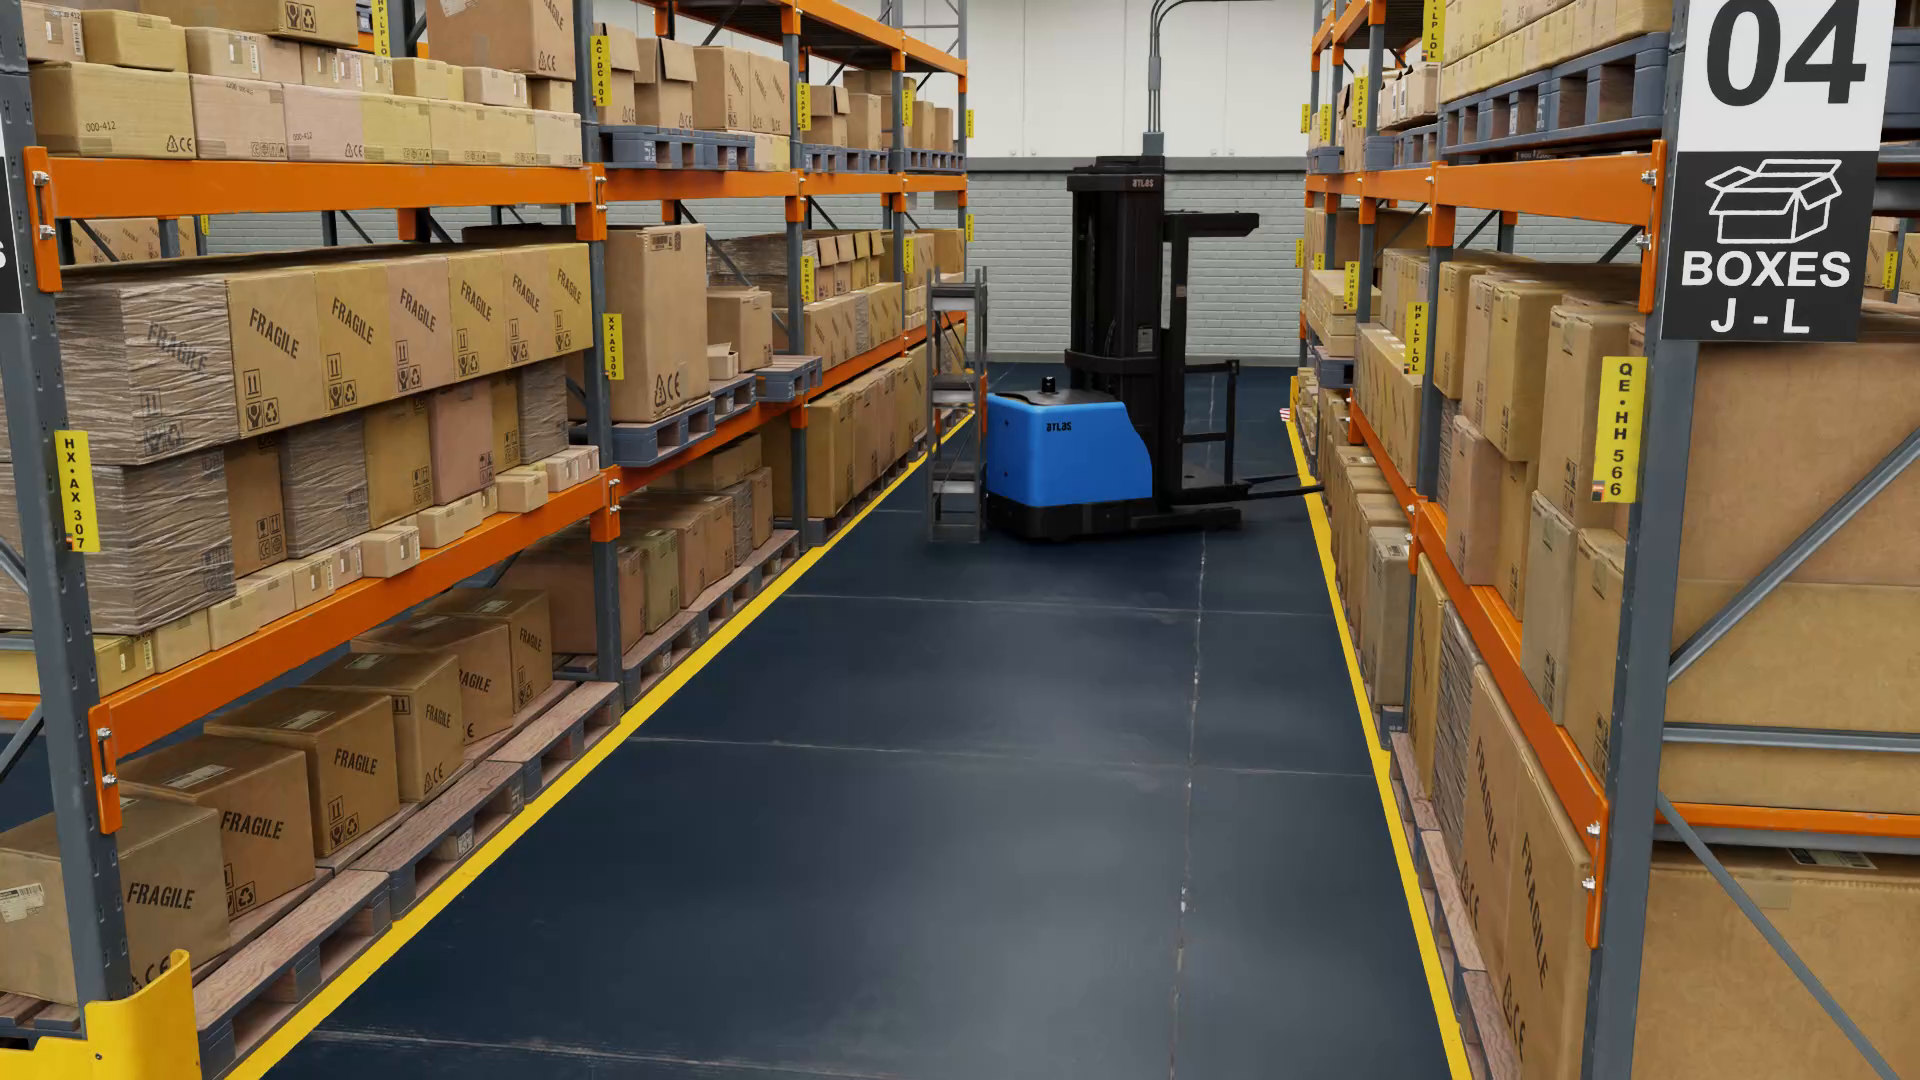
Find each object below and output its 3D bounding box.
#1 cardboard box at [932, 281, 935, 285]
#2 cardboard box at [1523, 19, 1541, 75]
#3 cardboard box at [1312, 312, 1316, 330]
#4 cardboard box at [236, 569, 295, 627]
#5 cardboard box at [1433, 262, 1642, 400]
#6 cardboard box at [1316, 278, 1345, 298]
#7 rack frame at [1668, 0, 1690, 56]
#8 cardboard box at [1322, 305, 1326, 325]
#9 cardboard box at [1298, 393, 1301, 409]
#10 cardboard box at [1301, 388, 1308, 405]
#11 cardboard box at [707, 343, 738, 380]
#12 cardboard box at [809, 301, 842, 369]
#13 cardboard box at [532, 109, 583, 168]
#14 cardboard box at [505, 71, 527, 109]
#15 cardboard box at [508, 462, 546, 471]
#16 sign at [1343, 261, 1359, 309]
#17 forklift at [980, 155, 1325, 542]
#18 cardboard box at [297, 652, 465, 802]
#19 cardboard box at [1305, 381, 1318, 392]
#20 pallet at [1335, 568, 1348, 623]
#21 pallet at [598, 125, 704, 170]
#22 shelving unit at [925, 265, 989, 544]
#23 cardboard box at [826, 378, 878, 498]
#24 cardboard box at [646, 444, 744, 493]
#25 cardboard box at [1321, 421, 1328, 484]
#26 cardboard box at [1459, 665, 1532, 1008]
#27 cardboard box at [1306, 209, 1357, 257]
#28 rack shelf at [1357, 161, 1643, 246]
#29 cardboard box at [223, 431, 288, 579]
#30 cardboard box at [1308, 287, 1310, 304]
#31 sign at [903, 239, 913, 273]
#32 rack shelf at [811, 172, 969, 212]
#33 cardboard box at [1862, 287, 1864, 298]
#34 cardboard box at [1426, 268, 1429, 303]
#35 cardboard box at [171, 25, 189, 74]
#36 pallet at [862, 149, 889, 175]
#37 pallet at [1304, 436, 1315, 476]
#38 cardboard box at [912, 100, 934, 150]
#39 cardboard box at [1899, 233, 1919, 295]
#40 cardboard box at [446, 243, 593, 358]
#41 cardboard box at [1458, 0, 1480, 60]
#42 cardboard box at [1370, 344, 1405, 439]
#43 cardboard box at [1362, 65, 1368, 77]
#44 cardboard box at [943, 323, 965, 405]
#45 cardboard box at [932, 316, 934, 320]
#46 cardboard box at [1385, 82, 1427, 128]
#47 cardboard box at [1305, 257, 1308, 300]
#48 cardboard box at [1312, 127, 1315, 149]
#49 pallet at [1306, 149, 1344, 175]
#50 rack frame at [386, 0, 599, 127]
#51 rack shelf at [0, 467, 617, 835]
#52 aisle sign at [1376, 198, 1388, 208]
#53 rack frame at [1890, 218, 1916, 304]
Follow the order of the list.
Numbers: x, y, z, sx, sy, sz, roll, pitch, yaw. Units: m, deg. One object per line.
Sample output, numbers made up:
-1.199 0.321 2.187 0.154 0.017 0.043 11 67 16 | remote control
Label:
-0.551 -2.594 17.560 0.500 0.250 0.500 2 12 10 | cardboard box
1.914 -1.484 5.001 0.380 0.149 0.250 2 12 9 | cardboard box
3.175 -1.840 14.010 0.380 0.149 0.250 1 12 6 | cardboard box
-2.476 0.192 5.578 0.380 0.149 0.250 2 12 9 | cardboard box
2.526 -0.900 7.129 0.875 0.550 0.550 2 12 9 | cardboard box
3.134 -2.077 13.696 0.380 0.149 0.250 2 12 11 | cardboard box
2.002 -2.474 3.114 1.000 3.000 0.127 2 12 9 | rack frame
2.975 -1.715 12.724 0.380 0.149 0.250 2 12 9 | cardboard box
4.066 -1.585 18.999 0.380 0.149 0.250 2 12 10 | cardboard box
3.934 -1.570 18.221 0.380 0.149 0.250 2 12 10 | cardboard box
-1.643 -1.172 10.635 0.396 0.266 0.258 2 12 7 | cardboard box
-1.233 -1.637 13.233 0.500 0.500 0.500 2 12 7 | cardboard box
-2.081 -1.846 7.673 0.500 0.250 0.500 2 12 11 | cardboard box
-2.117 -1.959 7.254 0.380 0.149 0.250 1 12 6 | cardboard box
-2.157 -0.277 7.755 0.380 0.149 0.250 2 12 9 | cardboard box
2.695 -1.750 11.432 0.100 0.325 0.005 2 12 9 | sign
1.713 -1.603 13.476 3.031 2.935 1.130 -5 13 -24 | forklift
-2.468 0.794 7.126 0.500 0.500 0.500 1 12 4 | cardboard box
3.863 -1.602 17.665 0.380 0.149 0.250 2 12 10 | cardboard box
3.037 0.318 11.017 1.003 0.211 1.213 2 12 9 | pallet
-2.068 -2.056 8.737 1.213 0.211 1.003 2 12 9 | pallet
-0.020 -1.055 12.903 0.431 2.100 0.503 1 12 7 | shelving unit
-1.382 -0.884 14.020 1.225 0.875 0.875 2 12 9 | cardboard box
-1.798 -0.497 11.289 0.500 0.250 0.500 3 13 15 | cardboard box
3.392 -0.767 14.371 0.500 0.500 0.500 2 12 11 | cardboard box
2.174 0.965 5.441 0.875 0.875 0.875 2 12 8 | cardboard box
3.958 -3.258 17.672 0.500 0.500 0.500 2 12 7 | cardboard box
2.925 -1.905 9.301 1.077 0.370 4.000 2 12 9 | rack shelf
-2.813 -0.139 5.576 0.875 0.500 0.500 2 12 9 | cardboard box
3.332 -2.200 14.977 0.380 0.149 0.250 2 12 10 | cardboard box
-0.500 -2.733 15.995 0.100 0.325 0.005 2 12 9 | sign
-0.730 -3.752 17.872 1.077 0.370 4.000 2 12 9 | rack shelf
8.647 -2.161 15.664 0.500 0.500 0.500 2 12 7 | cardboard box
2.765 -1.123 8.471 0.700 0.500 0.500 2 12 8 | cardboard box
-2.560 -1.468 4.977 0.380 0.149 0.250 2 12 8 | cardboard box
-1.130 -3.402 14.992 0.805 0.209 1.217 1 12 6 | pallet
3.916 -0.817 16.285 1.003 0.211 1.213 2 12 9 | pallet
-0.669 -4.372 17.566 0.700 0.500 0.500 2 12 11 | cardboard box
8.402 -2.356 14.193 0.500 0.500 0.500 2 12 9 | cardboard box
-2.066 -1.136 7.830 0.500 0.500 0.500 2 12 9 | cardboard box
2.189 -1.969 6.306 0.500 0.250 0.500 2 12 8 | cardboard box
2.664 -0.857 9.610 0.500 0.500 0.500 2 12 8 | cardboard box
3.102 -3.296 11.994 0.396 0.266 0.258 2 12 9 | cardboard box
-0.442 -2.085 19.594 0.875 0.875 0.875 2 12 9 | cardboard box
-0.465 -2.419 17.695 0.380 0.149 0.250 2 12 9 | cardboard box
2.826 -2.606 9.968 0.500 0.250 0.500 2 12 10 | cardboard box
4.063 -2.870 18.246 0.500 0.500 0.500 2 12 9 | cardboard box
3.970 -4.213 17.472 0.500 0.250 0.500 2 12 9 | cardboard box
3.647 -3.289 14.461 1.213 0.211 1.003 2 12 9 | pallet
-2.268 -3.489 7.821 1.000 3.000 0.127 2 12 9 | rack frame
-2.576 0.212 6.597 1.077 0.370 4.000 2 12 9 | rack shelf
4.770 -4.149 18.952 0.394 0.787 0.004 2 12 9 | aisle sign
8.754 -1.900 14.691 1.000 3.000 0.127 2 12 9 | rack frame
